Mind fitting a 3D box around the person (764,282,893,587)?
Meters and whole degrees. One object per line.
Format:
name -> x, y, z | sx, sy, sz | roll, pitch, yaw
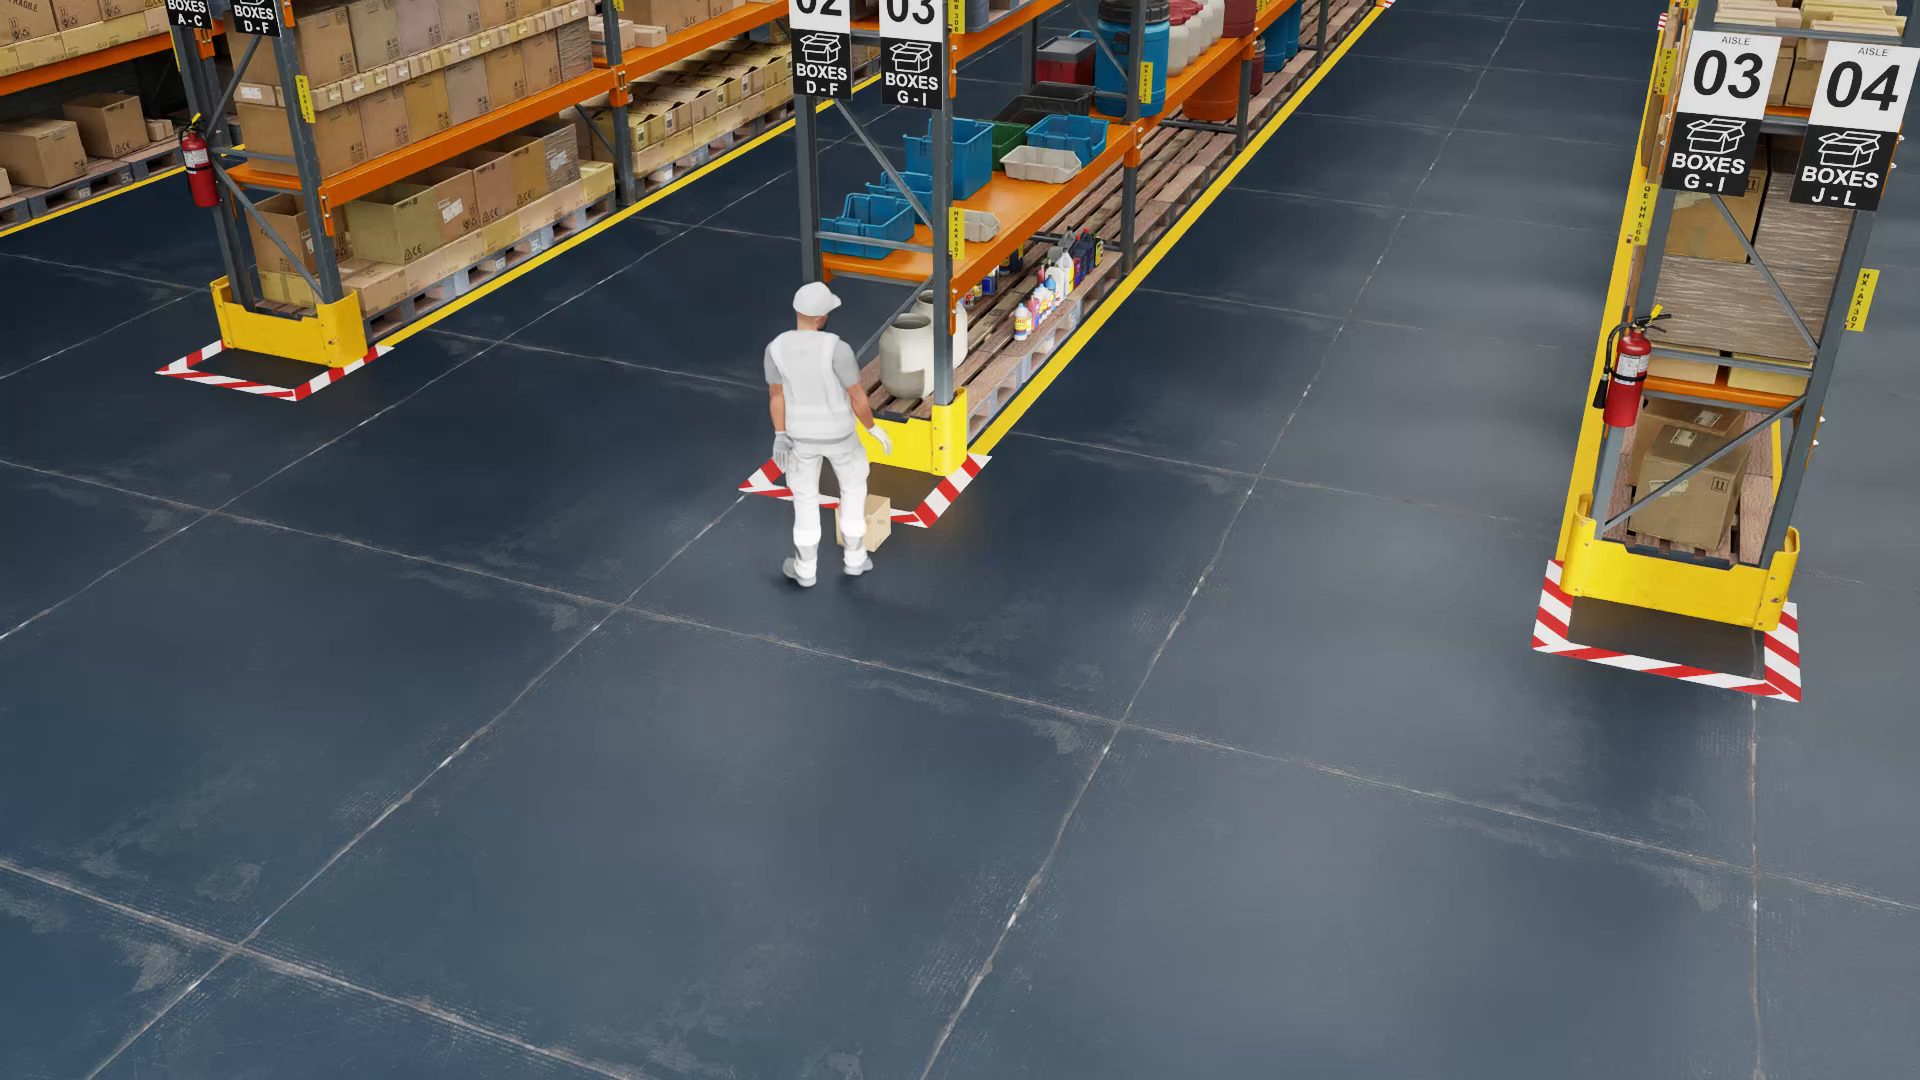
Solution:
person -> -0.729, -0.577, 9.370 | 0.703, 1.815, 0.427 | 5, 30, 8
